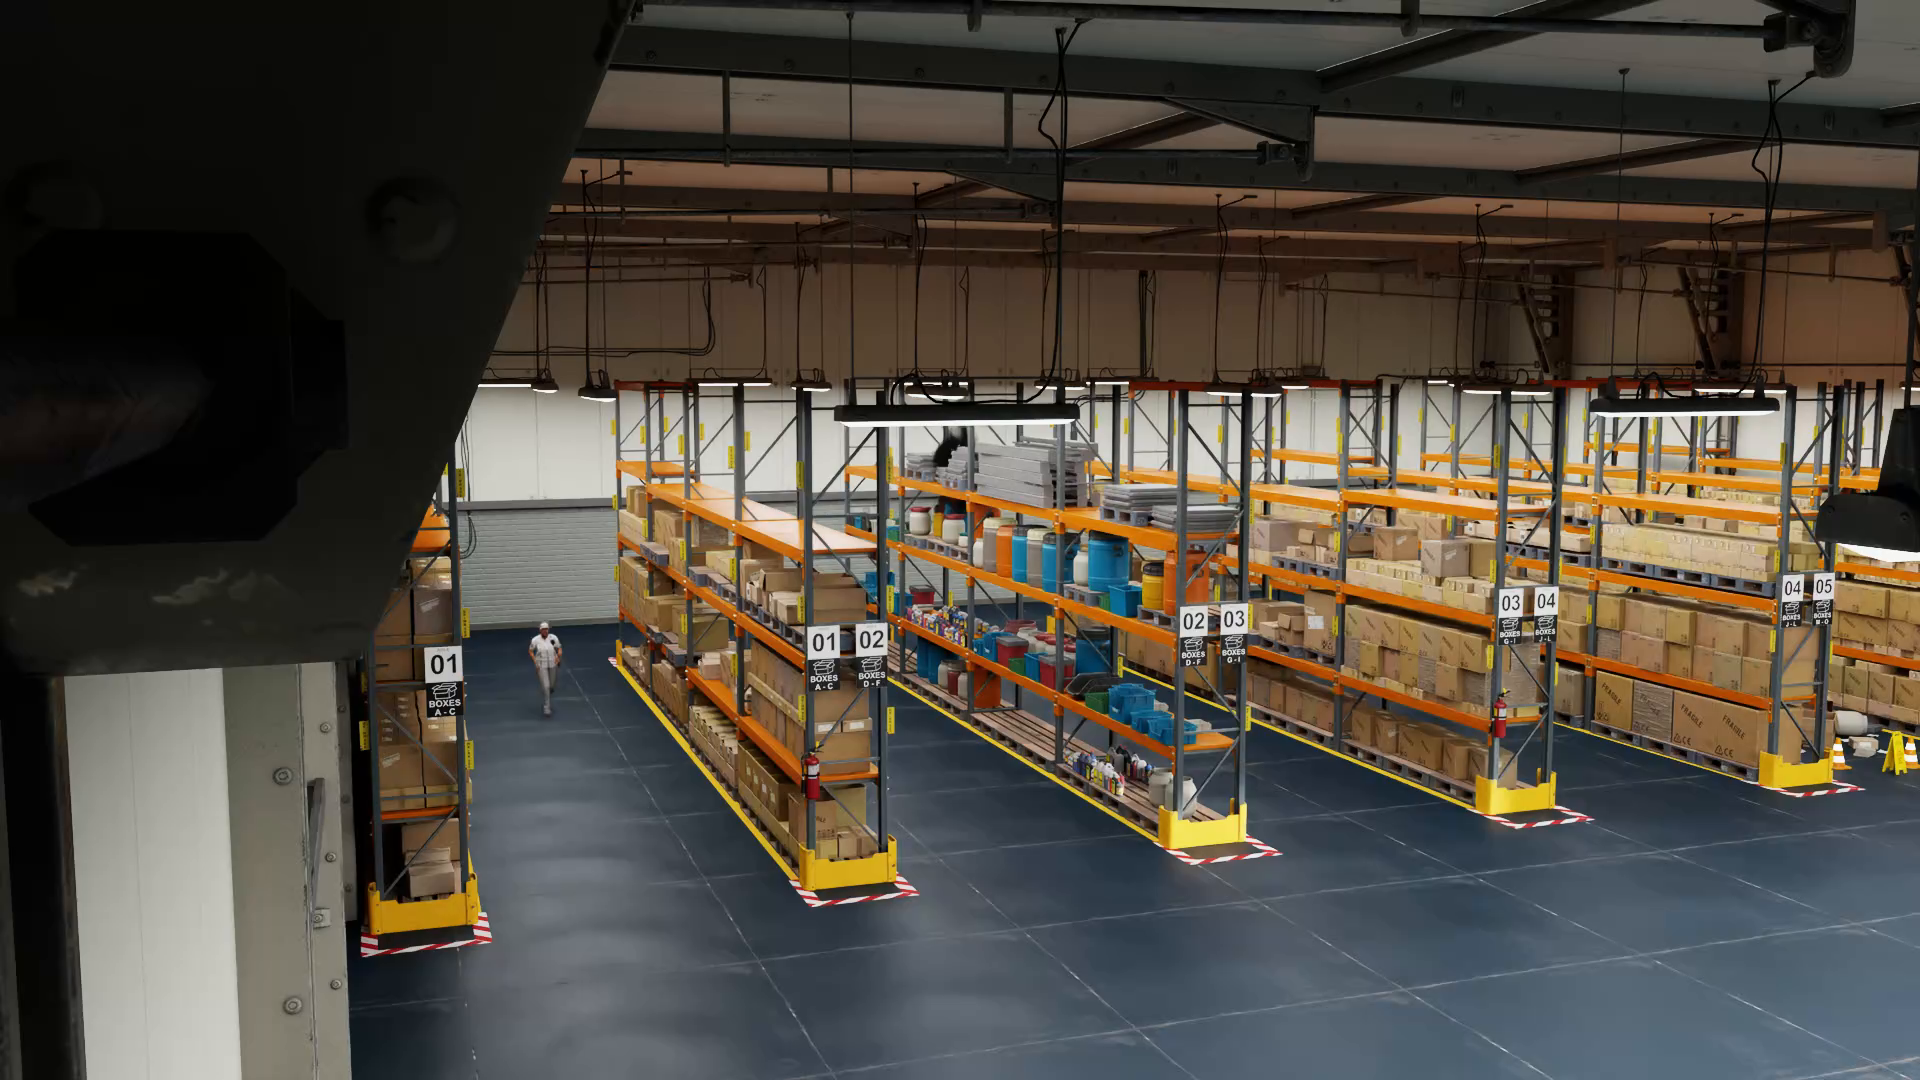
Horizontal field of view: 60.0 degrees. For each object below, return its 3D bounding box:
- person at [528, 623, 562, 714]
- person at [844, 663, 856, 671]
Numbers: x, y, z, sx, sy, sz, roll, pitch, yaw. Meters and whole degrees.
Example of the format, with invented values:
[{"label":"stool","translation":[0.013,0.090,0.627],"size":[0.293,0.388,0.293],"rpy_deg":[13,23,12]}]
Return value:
[{"label":"person","translation":[-7.577,2.317,30.406],"size":[0.602,1.678,0.728],"rpy_deg":[-3,7,-24]},{"label":"person","translation":[-1.988,2.372,29.567],"size":[0.669,1.684,0.760],"rpy_deg":[-3,7,-27]}]
